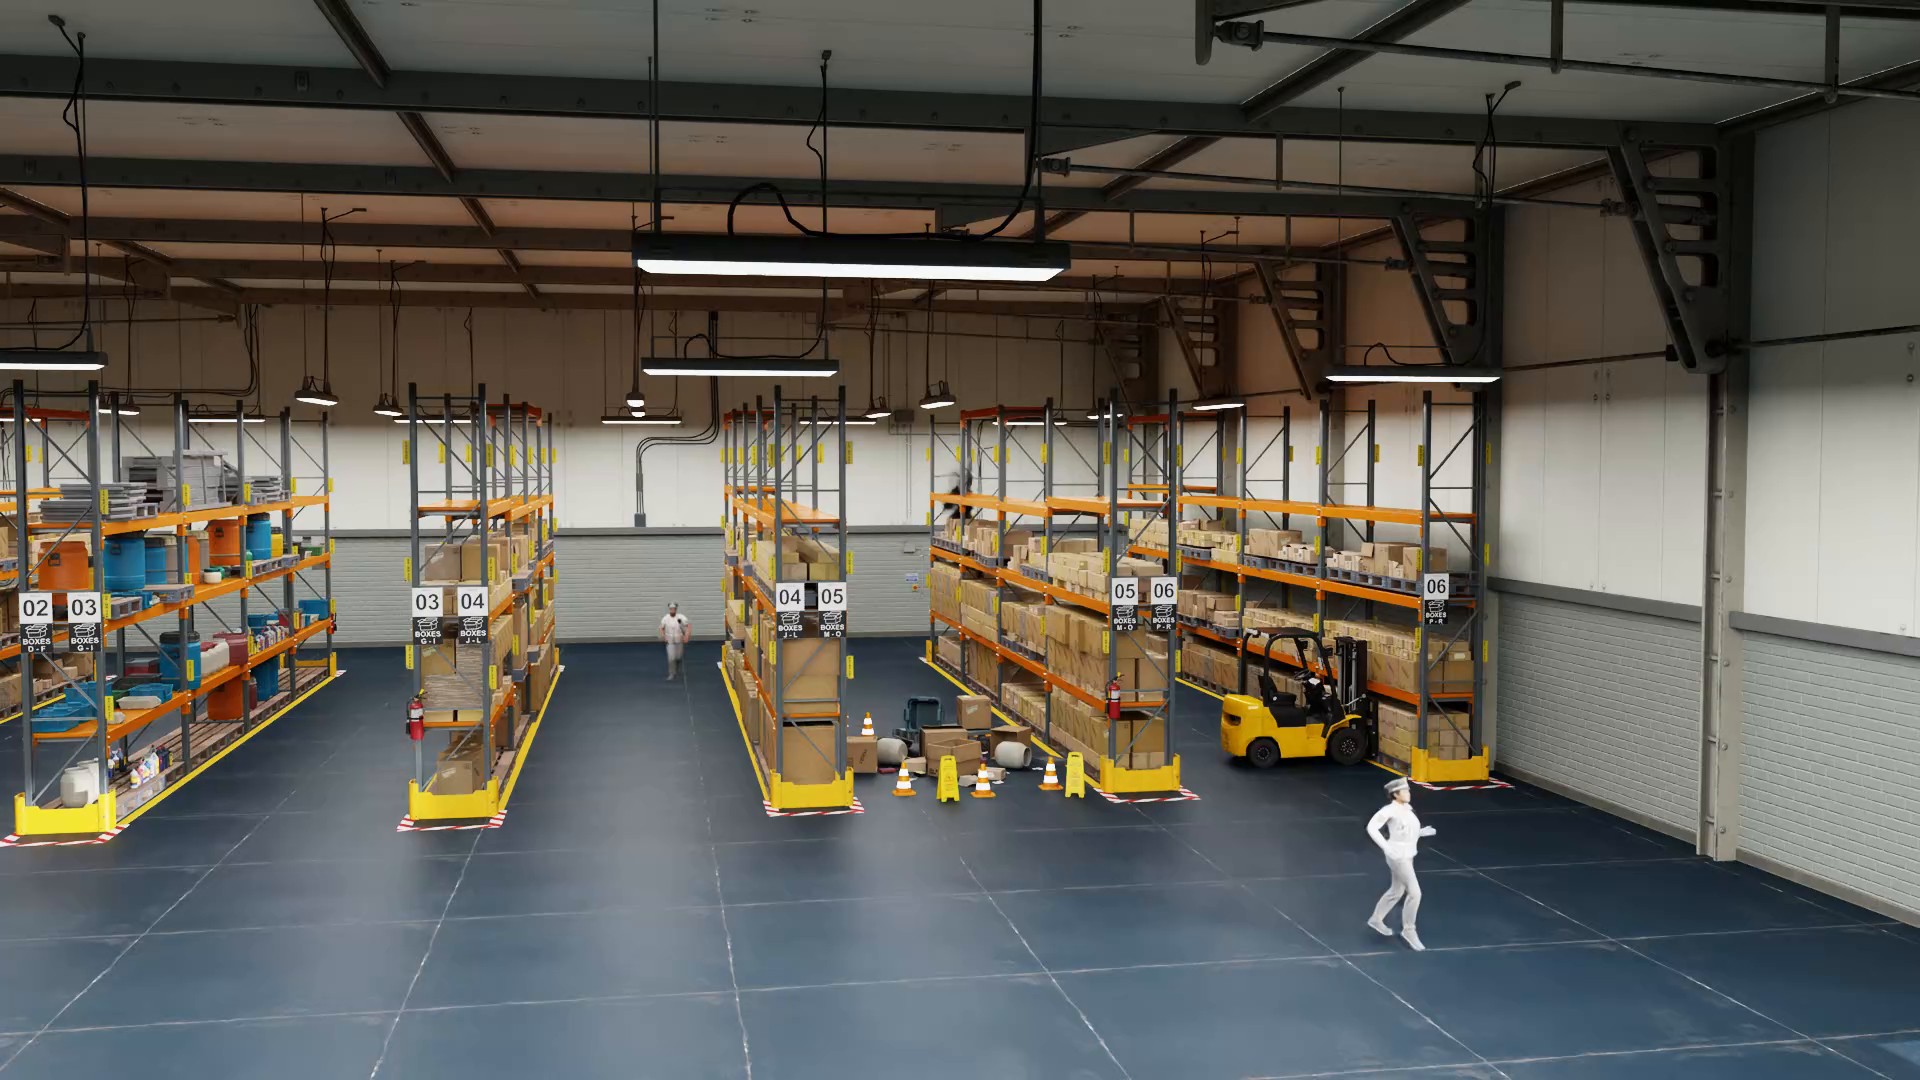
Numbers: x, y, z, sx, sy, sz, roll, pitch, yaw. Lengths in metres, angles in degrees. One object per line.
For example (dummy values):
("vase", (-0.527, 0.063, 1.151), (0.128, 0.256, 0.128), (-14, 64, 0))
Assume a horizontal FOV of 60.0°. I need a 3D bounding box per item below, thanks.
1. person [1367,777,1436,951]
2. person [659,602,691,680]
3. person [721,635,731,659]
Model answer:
("person", (4.505, 3.291, 17.035), (0.709, 1.752, 0.593), (2, 4, 35))
("person", (-6.387, 2.255, 37.232), (0.696, 1.749, 0.642), (0, 3, -7))
("person", (-5.439, 2.096, 40.595), (0.758, 1.731, 0.699), (-1, 3, -17))
